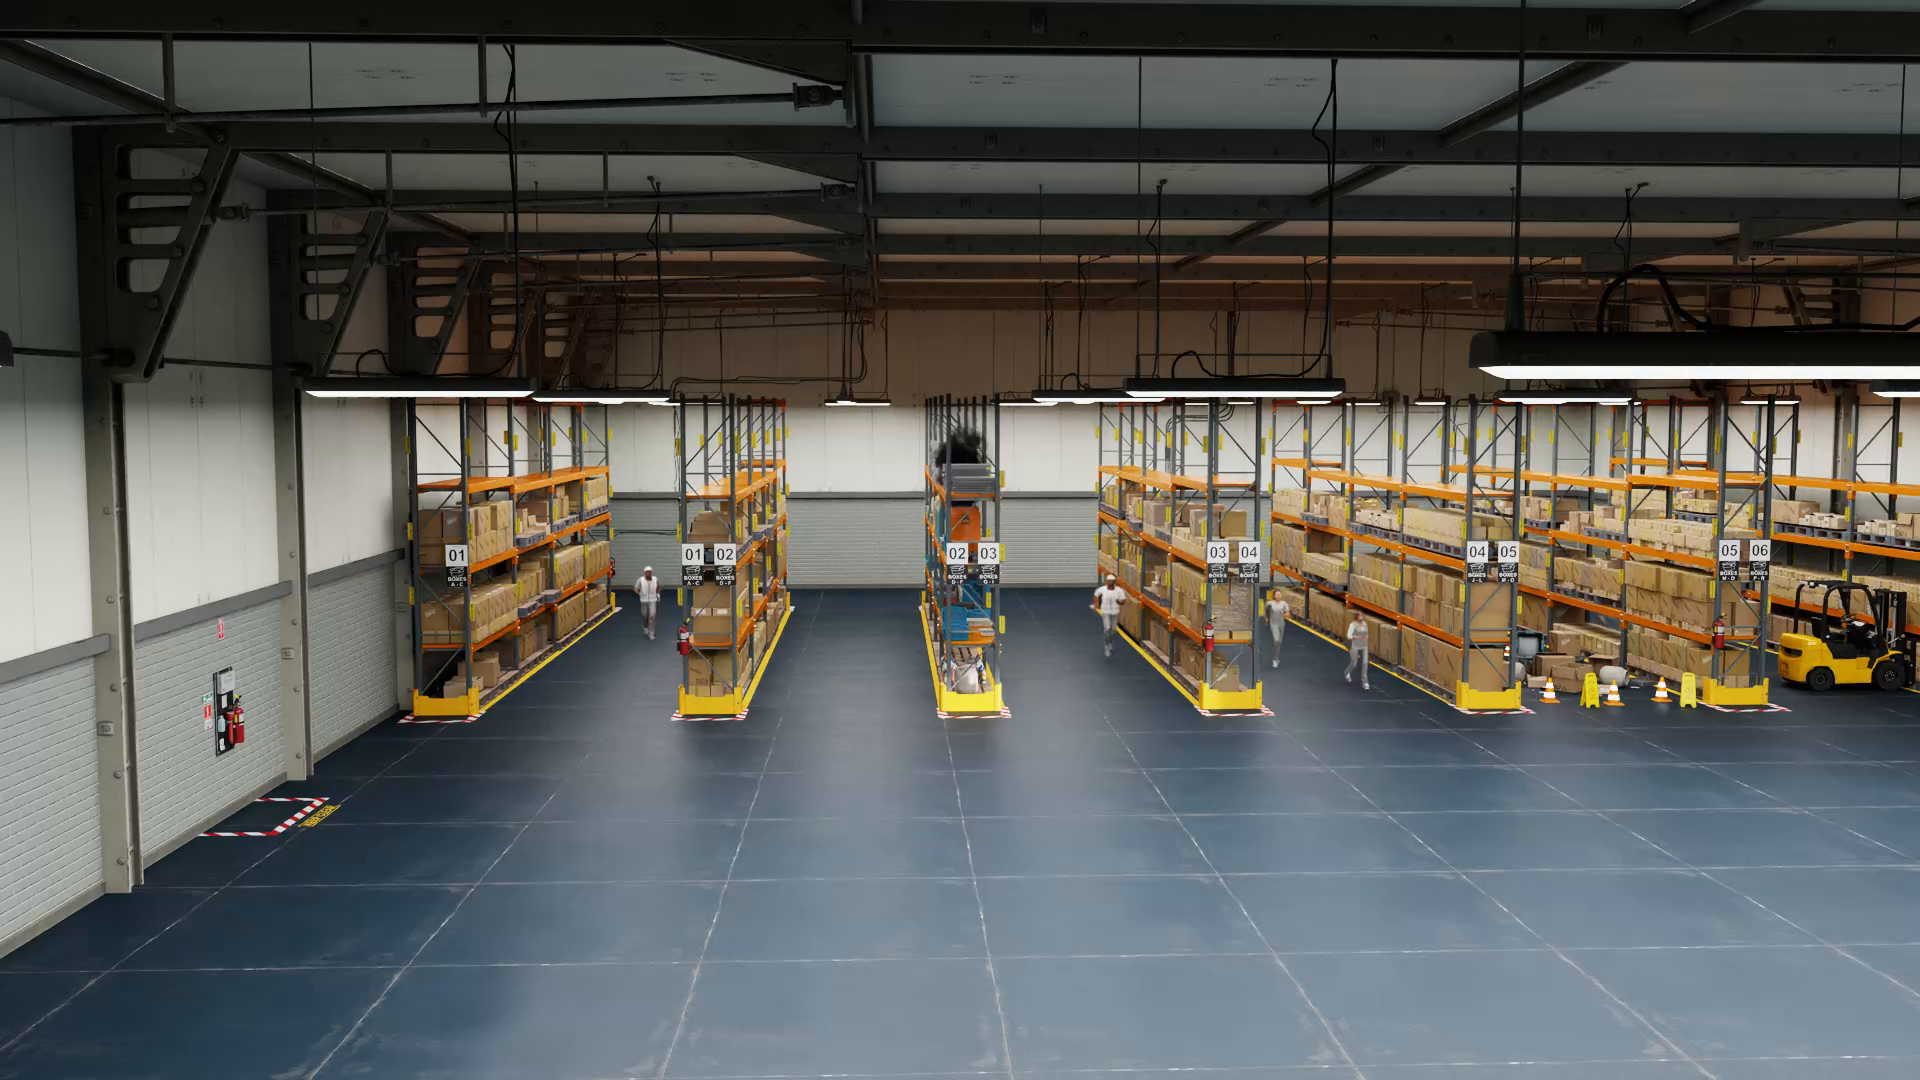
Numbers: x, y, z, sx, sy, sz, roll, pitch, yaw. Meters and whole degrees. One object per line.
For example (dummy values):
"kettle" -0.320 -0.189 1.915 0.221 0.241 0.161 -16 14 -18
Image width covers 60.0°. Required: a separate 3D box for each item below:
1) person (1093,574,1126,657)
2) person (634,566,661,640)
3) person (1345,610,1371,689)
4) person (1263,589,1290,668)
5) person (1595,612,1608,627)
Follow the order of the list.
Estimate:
"person" 3.376 1.675 37.383 0.674 1.817 0.781 -1 5 -7
"person" -7.787 1.549 41.486 0.673 1.792 0.922 -1 5 -13
"person" 8.170 2.224 34.064 0.543 1.578 0.882 -1 5 -11
"person" 7.059 1.942 37.068 0.536 1.709 0.770 -1 5 -8
"person" 16.306 1.533 42.249 0.578 1.675 0.846 0 5 -3
